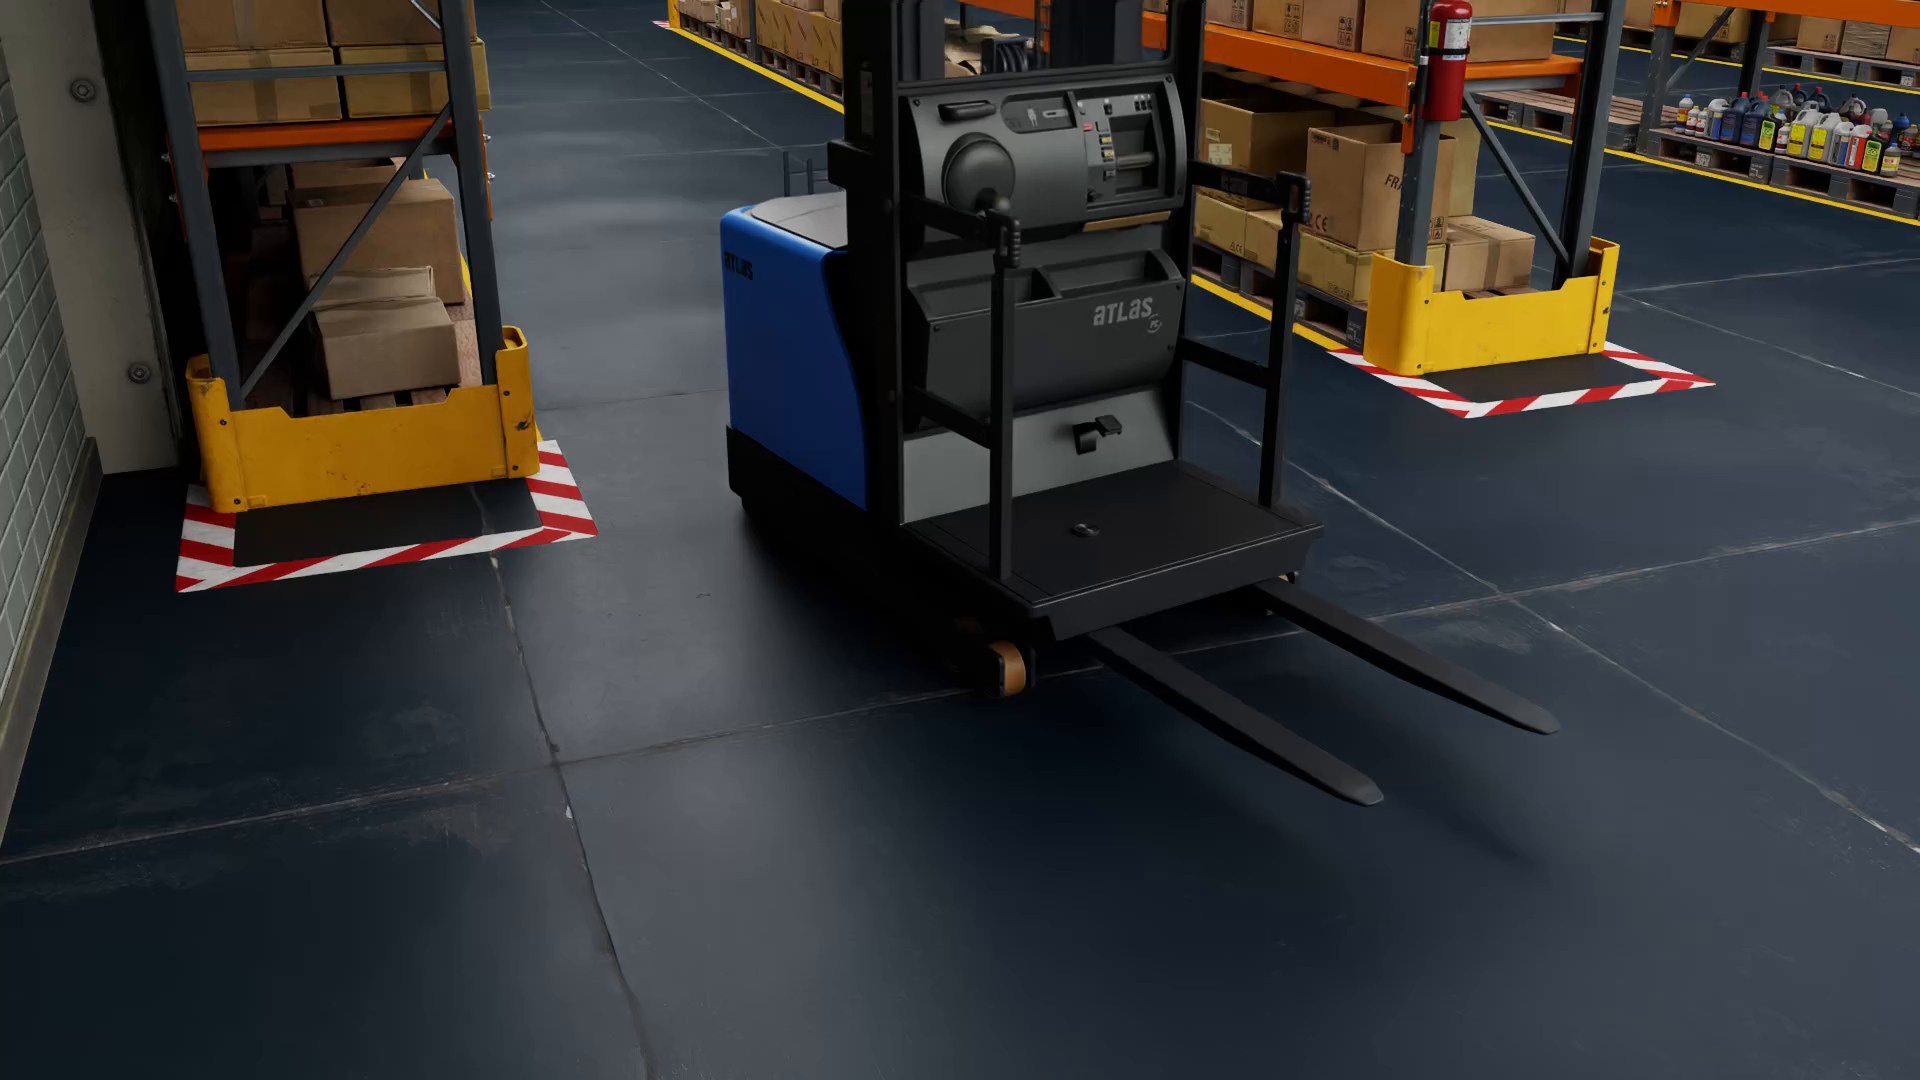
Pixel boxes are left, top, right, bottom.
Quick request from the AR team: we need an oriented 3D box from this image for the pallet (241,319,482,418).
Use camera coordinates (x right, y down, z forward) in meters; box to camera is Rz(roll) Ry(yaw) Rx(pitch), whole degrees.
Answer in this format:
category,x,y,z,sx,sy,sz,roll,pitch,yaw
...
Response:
category,x,y,z,sx,sy,sz,roll,pitch,yaw
pallet,-2.455,-0.629,6.970,1.003,0.211,1.213,-8,24,-19

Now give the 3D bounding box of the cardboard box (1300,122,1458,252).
category,x,y,z,sx,sy,sz,roll,pitch,yaw
cardboard box,1.991,-1.693,7.939,0.500,0.500,0.500,-8,24,-19

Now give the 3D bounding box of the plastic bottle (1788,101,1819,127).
category,x,y,z,sx,sy,sz,roll,pitch,yaw
plastic bottle,6.116,-3.053,12.071,0.152,0.276,0.135,-8,24,-19

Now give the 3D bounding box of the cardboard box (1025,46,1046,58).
category,x,y,z,sx,sy,sz,roll,pitch,yaw
cardboard box,0.588,-3.648,12.821,0.500,0.311,0.500,-8,24,-18

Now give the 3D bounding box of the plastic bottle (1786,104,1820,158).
category,x,y,z,sx,sy,sz,roll,pitch,yaw
plastic bottle,5.795,-2.807,11.393,0.144,0.351,0.185,-9,24,-19

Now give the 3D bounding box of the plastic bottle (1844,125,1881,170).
category,x,y,z,sx,sy,sz,roll,pitch,yaw
plastic bottle,5.972,-2.595,10.986,0.152,0.276,0.135,-8,24,-19

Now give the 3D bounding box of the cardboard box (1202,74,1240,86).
category,x,y,z,sx,sy,sz,roll,pitch,yaw
cardboard box,1.270,-2.418,9.658,0.500,0.500,0.500,-8,24,-19

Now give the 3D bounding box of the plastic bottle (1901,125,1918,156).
category,x,y,z,sx,sy,sz,roll,pitch,yaw
plastic bottle,6.554,-2.757,11.465,0.097,0.201,0.097,0,23,0

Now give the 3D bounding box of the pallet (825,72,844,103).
category,x,y,z,sx,sy,sz,roll,pitch,yaw
pallet,-0.596,-4.165,15.361,1.003,0.211,1.213,-8,24,-19

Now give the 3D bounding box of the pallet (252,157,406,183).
category,x,y,z,sx,sy,sz,roll,pitch,yaw
pallet,-4.299,-2.481,11.365,1.003,0.211,1.213,-8,24,-19

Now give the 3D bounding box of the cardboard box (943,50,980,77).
category,x,y,z,sx,sy,sz,roll,pitch,yaw
cardboard box,0.096,-3.566,12.626,0.500,0.311,0.500,-9,24,-20

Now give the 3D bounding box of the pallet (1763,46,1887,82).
category,x,y,z,sx,sy,sz,roll,pitch,yaw
pallet,9.176,-4.963,17.252,1.003,0.211,1.213,-8,24,-19

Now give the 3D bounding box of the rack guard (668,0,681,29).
category,x,y,z,sx,sy,sz,roll,pitch,yaw
rack guard,-3.167,-6.901,21.480,1.175,0.500,0.348,-8,24,-19

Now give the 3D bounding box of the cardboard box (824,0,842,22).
category,x,y,z,sx,sy,sz,roll,pitch,yaw
cardboard box,-0.941,-4.898,15.195,0.500,0.250,0.500,-7,24,-17

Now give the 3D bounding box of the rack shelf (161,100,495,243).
category,x,y,z,sx,sy,sz,roll,pitch,yaw
rack shelf,-2.881,-1.981,7.515,1.077,0.370,4.000,-8,24,-19

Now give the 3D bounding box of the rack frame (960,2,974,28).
category,x,y,z,sx,sy,sz,roll,pitch,yaw
rack frame,-0.368,-5.174,14.163,1.000,3.000,0.127,-8,24,-19

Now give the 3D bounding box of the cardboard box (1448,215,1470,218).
category,x,y,z,sx,sy,sz,roll,pitch,yaw
cardboard box,2.297,-1.600,8.684,0.500,0.250,0.500,-8,24,-19

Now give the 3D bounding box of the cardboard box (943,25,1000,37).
category,x,y,z,sx,sy,sz,roll,pitch,yaw
cardboard box,0.048,-4.202,14.135,0.500,0.311,0.500,-8,24,-18

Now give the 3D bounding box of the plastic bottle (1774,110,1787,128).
category,x,y,z,sx,sy,sz,roll,pitch,yaw
plastic bottle,5.731,-2.877,11.660,0.097,0.271,0.097,0,23,0

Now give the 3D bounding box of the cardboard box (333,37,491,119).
category,x,y,z,sx,sy,sz,roll,pitch,yaw
cardboard box,-2.050,-1.747,6.200,0.500,0.250,0.500,-9,25,-21

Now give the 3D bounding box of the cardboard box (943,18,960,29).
category,x,y,z,sx,sy,sz,roll,pitch,yaw
cardboard box,-0.261,-4.429,15.049,0.500,0.500,0.500,-7,24,-17

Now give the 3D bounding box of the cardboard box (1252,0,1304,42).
category,x,y,z,sx,sy,sz,roll,pitch,yaw
cardboard box,1.946,-2.856,8.535,0.700,0.500,0.500,-8,24,-19

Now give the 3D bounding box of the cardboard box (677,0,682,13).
category,x,y,z,sx,sy,sz,roll,pitch,yaw
cardboard box,-3.367,-6.770,21.055,0.380,0.149,0.250,-8,24,-19

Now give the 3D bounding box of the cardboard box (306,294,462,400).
category,x,y,z,sx,sy,sz,roll,pitch,yaw
cardboard box,-2.335,-0.813,6.713,0.500,0.311,0.500,-11,25,-25

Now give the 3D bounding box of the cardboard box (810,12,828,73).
category,x,y,z,sx,sy,sz,roll,pitch,yaw
cardboard box,-1.100,-4.720,15.739,0.500,0.500,0.500,-9,25,-21

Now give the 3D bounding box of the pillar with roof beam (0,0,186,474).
category,x,y,z,sx,sy,sz,roll,pitch,yaw
pillar with roof beam,0.797,-5.077,6.209,9.100,9.000,0.400,-8,24,-19

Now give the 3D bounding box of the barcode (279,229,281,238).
category,x,y,z,sx,sy,sz,roll,pitch,yaw
barcode,-3.568,-1.611,8.723,0.001,0.075,0.075,-8,24,-19

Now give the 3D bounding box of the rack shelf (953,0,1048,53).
category,x,y,z,sx,sy,sz,roll,pitch,yaw
rack shelf,0.339,-4.116,12.579,1.077,0.370,4.000,-8,24,-19

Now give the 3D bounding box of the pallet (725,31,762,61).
category,x,y,z,sx,sy,sz,roll,pitch,yaw
pallet,-2.022,-5.592,18.746,1.003,0.211,1.213,-8,24,-19

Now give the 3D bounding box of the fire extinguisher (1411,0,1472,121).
category,x,y,z,sx,sy,sz,roll,pitch,yaw
fire extinguisher,2.066,-2.125,7.028,0.296,0.674,0.183,-8,24,-19

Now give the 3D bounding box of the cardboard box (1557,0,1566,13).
category,x,y,z,sx,sy,sz,roll,pitch,yaw
cardboard box,7.733,-6.970,20.619,1.225,0.875,0.875,-8,24,-19

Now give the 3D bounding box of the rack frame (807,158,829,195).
category,x,y,z,sx,sy,sz,roll,pitch,yaw
rack frame,-0.436,-0.810,6.127,0.240,1.200,0.006,-14,27,-30

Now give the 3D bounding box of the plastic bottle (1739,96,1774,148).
category,x,y,z,sx,sy,sz,roll,pitch,yaw
plastic bottle,5.644,-2.962,11.760,0.144,0.351,0.185,-9,25,-21

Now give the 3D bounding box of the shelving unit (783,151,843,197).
category,x,y,z,sx,sy,sz,roll,pitch,yaw
shelving unit,-0.486,-0.840,6.198,0.258,1.200,0.189,-14,27,-30

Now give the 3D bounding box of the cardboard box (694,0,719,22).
category,x,y,z,sx,sy,sz,roll,pitch,yaw
cardboard box,-2.914,-6.416,20.085,0.500,0.250,0.500,-8,24,-19

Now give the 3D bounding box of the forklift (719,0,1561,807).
category,x,y,z,sx,sy,sz,roll,pitch,yaw
forklift,0.383,-1.110,4.610,1.130,2.935,3.031,-14,27,-30

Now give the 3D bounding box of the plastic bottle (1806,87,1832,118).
category,x,y,z,sx,sy,sz,roll,pitch,yaw
plastic bottle,6.246,-3.117,12.126,0.144,0.351,0.185,-10,25,-22

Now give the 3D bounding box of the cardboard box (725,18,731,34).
category,x,y,z,sx,sy,sz,roll,pitch,yaw
cardboard box,-2.436,-5.812,18.782,0.380,0.149,0.250,-8,24,-19

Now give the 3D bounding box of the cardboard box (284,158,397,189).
category,x,y,z,sx,sy,sz,roll,pitch,yaw
cardboard box,-3.183,-1.719,8.617,0.500,0.500,0.500,-10,25,-23

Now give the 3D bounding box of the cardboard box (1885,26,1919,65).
category,x,y,z,sx,sy,sz,roll,pitch,yaw
cardboard box,9.571,-4.937,16.253,0.700,0.500,0.500,-6,24,-15

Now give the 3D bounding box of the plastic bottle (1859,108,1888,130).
category,x,y,z,sx,sy,sz,roll,pitch,yaw
plastic bottle,6.414,-2.905,11.721,0.152,0.276,0.135,-8,24,-18

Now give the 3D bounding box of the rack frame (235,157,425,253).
category,x,y,z,sx,sy,sz,roll,pitch,yaw
rack frame,-3.587,-3.039,9.099,1.000,3.000,0.127,-8,24,-19

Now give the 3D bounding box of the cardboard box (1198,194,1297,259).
category,x,y,z,sx,sy,sz,roll,pitch,yaw
cardboard box,1.627,-1.709,8.943,0.500,0.250,0.500,-8,24,-19

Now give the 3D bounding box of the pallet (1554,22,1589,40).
category,x,y,z,sx,sy,sz,roll,pitch,yaw
pallet,7.831,-6.430,20.734,1.003,0.211,1.213,-8,24,-19

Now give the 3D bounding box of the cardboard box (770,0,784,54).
category,x,y,z,sx,sy,sz,roll,pitch,yaw
cardboard box,-1.639,-5.277,17.059,0.500,0.500,0.500,-8,24,-18

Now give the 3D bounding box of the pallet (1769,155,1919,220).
category,x,y,z,sx,sy,sz,roll,pitch,yaw
pallet,6.314,-2.420,11.220,1.003,0.211,1.213,-8,24,-19

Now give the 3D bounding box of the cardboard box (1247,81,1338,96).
category,x,y,z,sx,sy,sz,roll,pitch,yaw
cardboard box,1.950,-2.310,9.402,0.500,0.500,0.500,-8,24,-19

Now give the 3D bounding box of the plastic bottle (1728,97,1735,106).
category,x,y,z,sx,sy,sz,roll,pitch,yaw
plastic bottle,5.623,-3.075,12.114,0.061,0.283,0.133,-8,24,-19

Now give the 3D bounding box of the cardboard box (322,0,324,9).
category,x,y,z,sx,sy,sz,roll,pitch,yaw
cardboard box,-2.597,-2.642,7.358,0.500,0.500,0.500,-8,24,-17

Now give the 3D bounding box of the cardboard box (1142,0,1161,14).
category,x,y,z,sx,sy,sz,roll,pitch,yaw
cardboard box,1.401,-3.415,9.862,0.700,0.500,0.500,-9,24,-20

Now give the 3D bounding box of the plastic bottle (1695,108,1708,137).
category,x,y,z,sx,sy,sz,roll,pitch,yaw
plastic bottle,5.455,-3.062,12.189,0.097,0.201,0.097,0,23,0

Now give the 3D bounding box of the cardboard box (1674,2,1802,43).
category,x,y,z,sx,sy,sz,roll,pitch,yaw
cardboard box,8.677,-6.000,18.318,1.225,0.875,0.875,-10,25,-21
